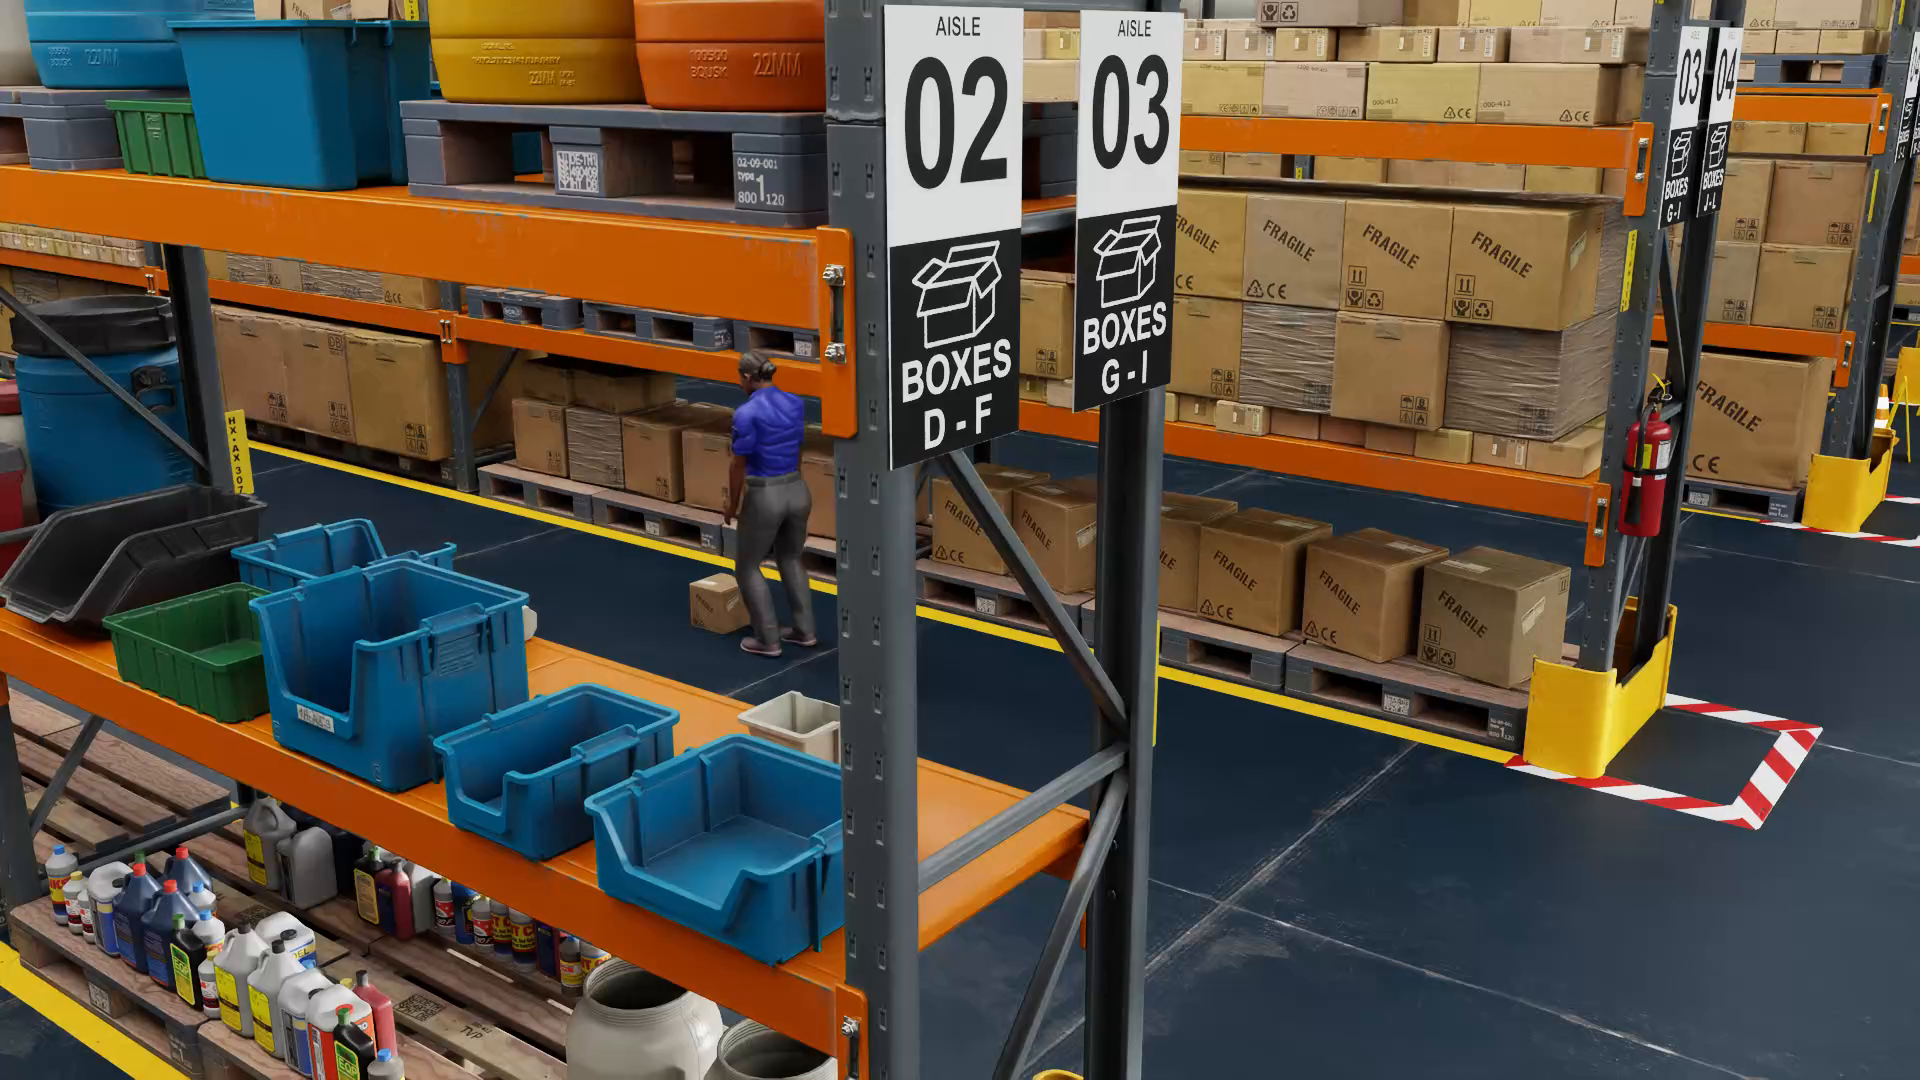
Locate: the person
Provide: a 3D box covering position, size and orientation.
[{"bbox_3d":[-1.010,-0.184,8.755,0.454,1.618,0.367,-15,22,-40],"label":"person"}]
